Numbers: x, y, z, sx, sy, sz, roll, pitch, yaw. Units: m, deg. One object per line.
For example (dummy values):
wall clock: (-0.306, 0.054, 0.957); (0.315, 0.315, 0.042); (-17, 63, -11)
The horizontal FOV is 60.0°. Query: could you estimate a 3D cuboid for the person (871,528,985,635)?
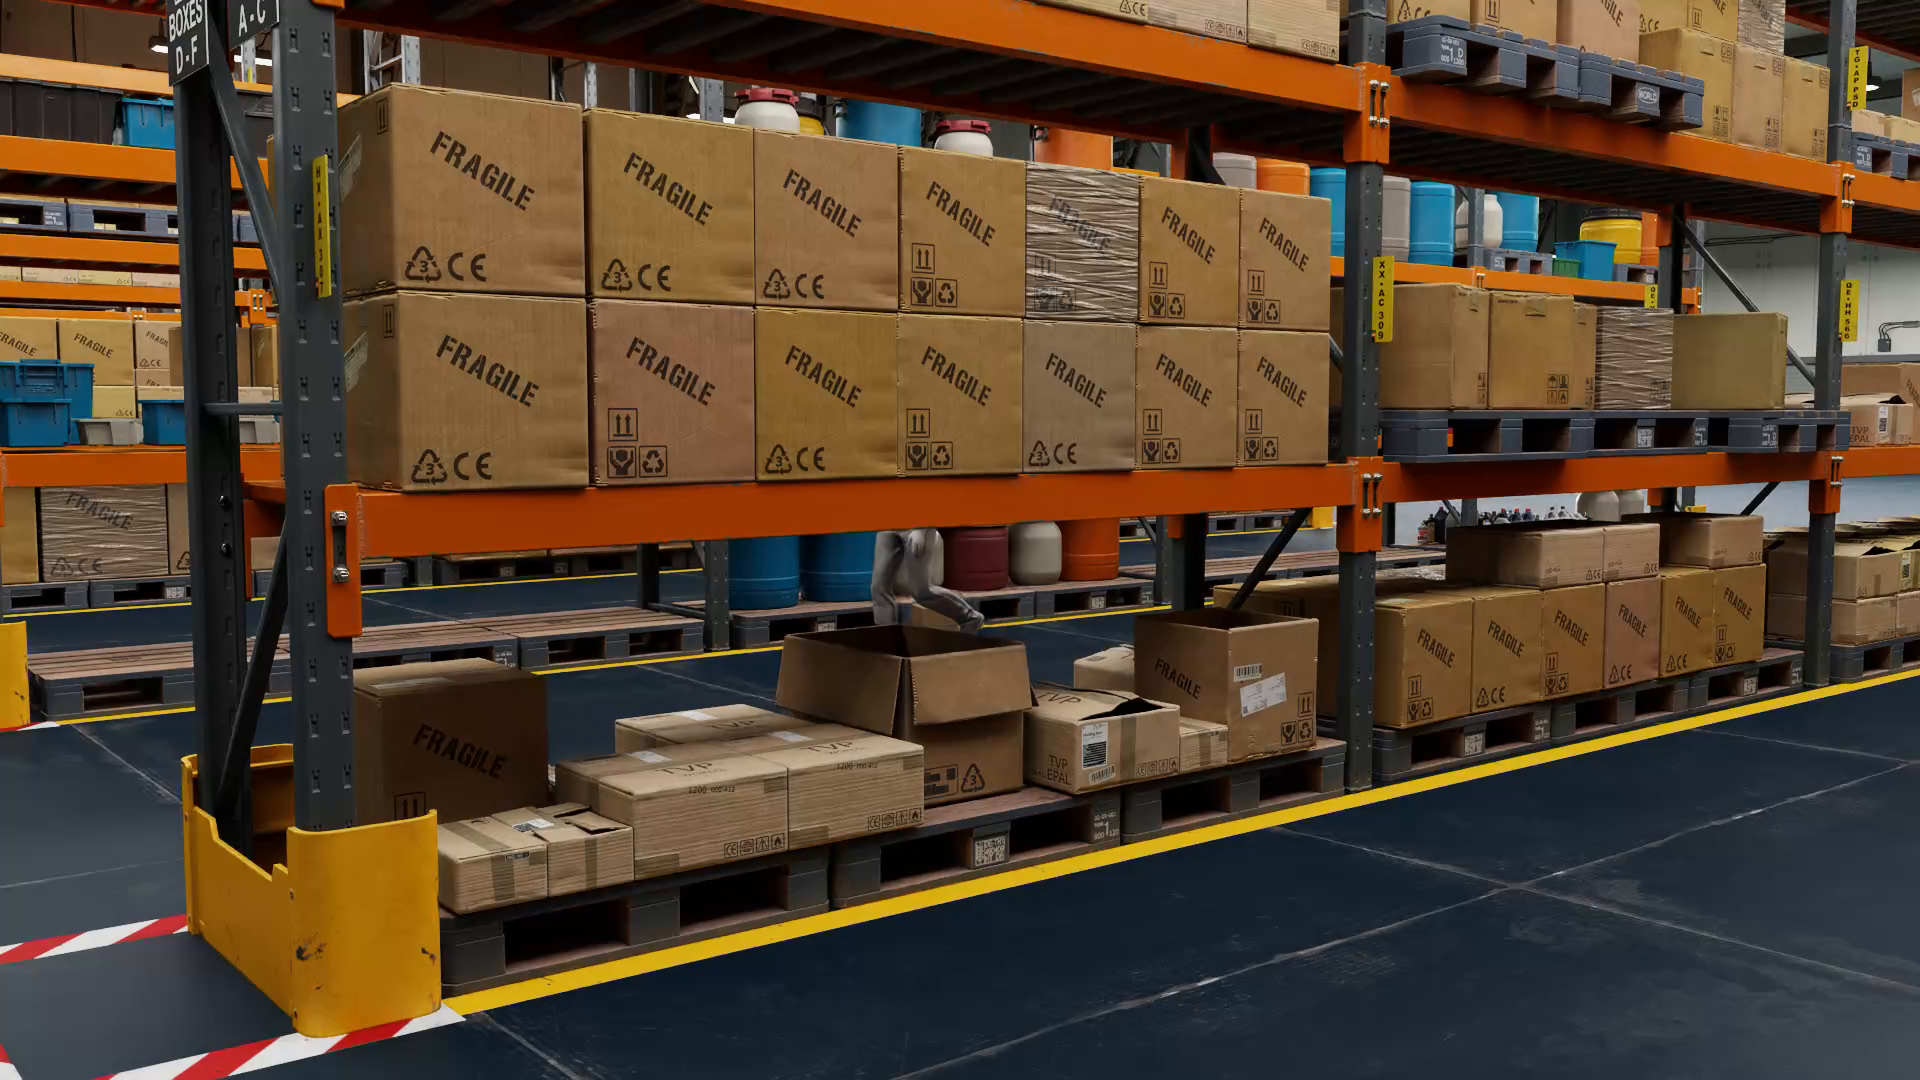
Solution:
person: (-0.257, -0.097, 9.706); (0.788, 1.658, 0.472); (-3, 6, -38)
